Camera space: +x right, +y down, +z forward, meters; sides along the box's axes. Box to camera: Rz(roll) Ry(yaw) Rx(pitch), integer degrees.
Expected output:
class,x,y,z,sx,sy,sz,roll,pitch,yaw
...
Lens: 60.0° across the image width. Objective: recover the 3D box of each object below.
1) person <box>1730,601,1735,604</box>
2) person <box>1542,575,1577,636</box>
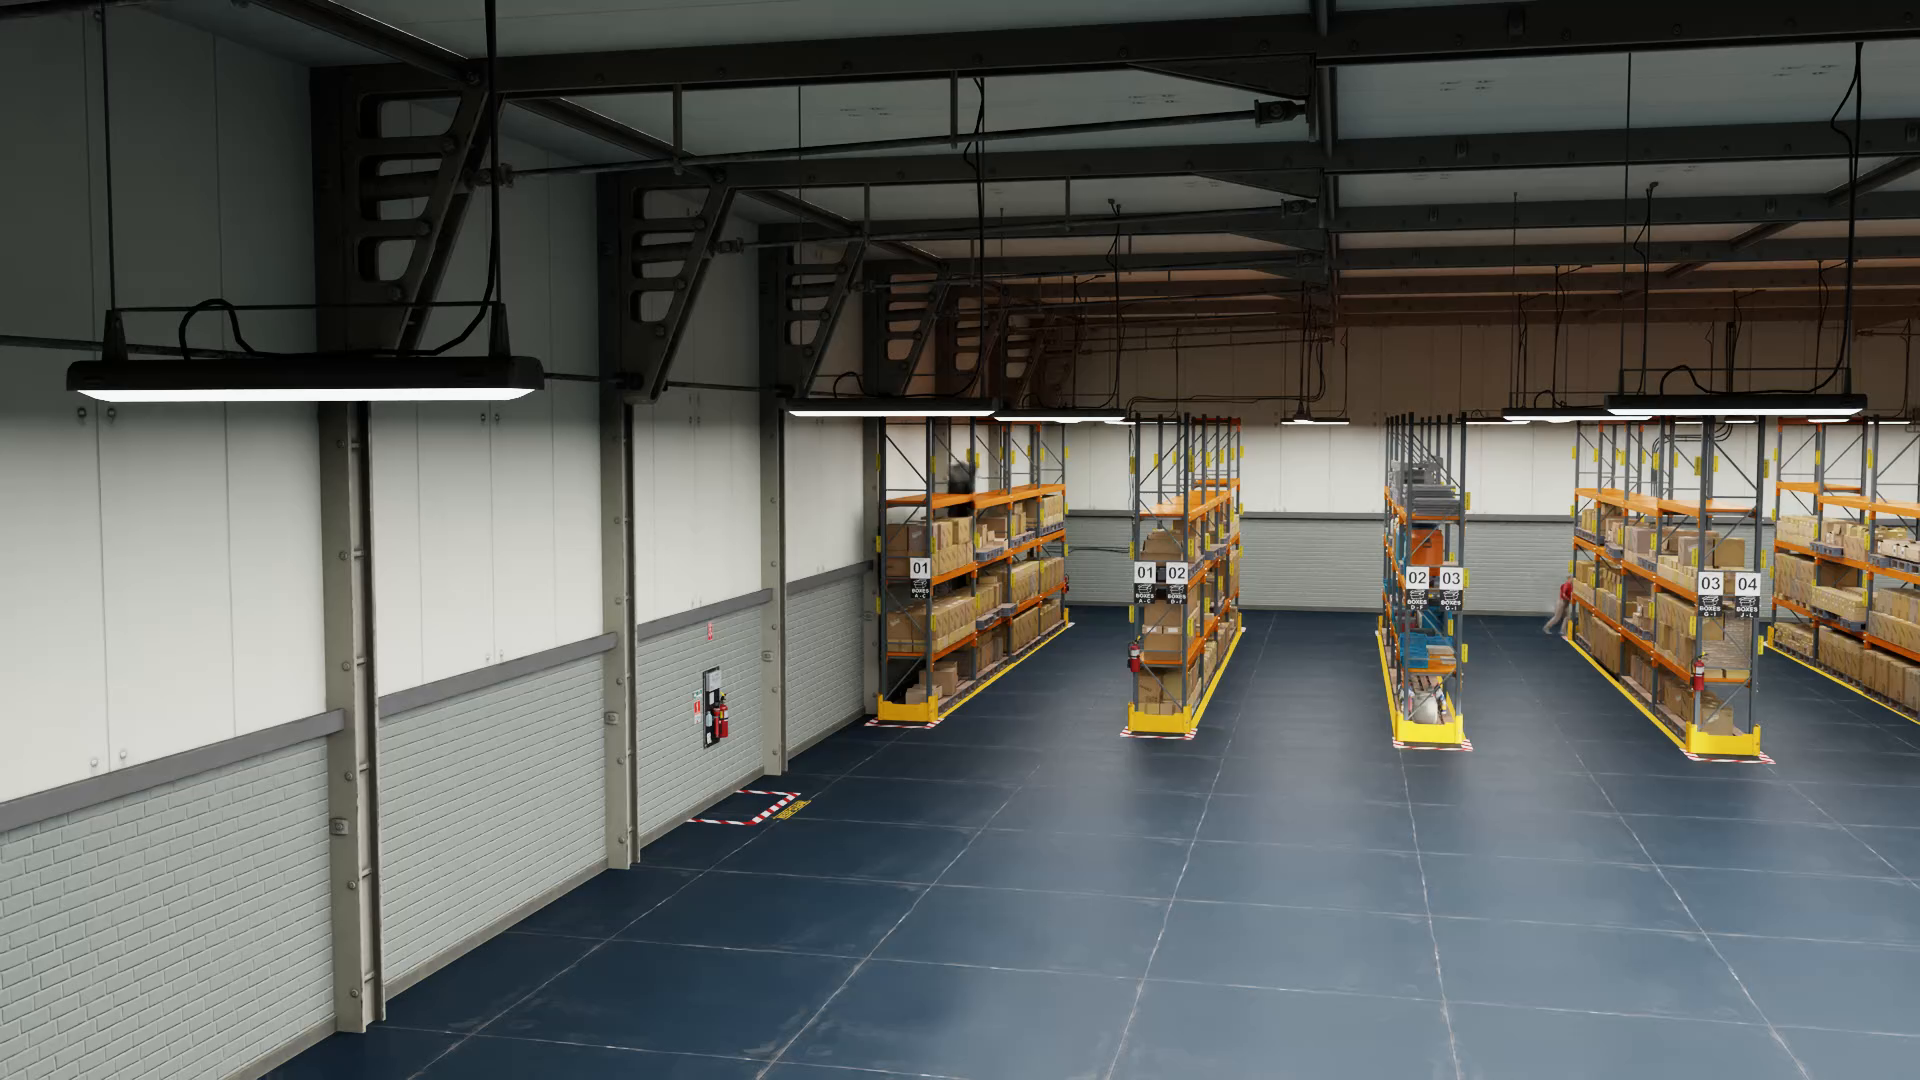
class,x,y,z,sx,sy,sz,roll,pitch,yaw
person,19.553,2.121,41.995,0.517,1.525,0.723,1,4,13
person,16.551,1.800,45.837,0.891,1.693,0.654,2,5,31
